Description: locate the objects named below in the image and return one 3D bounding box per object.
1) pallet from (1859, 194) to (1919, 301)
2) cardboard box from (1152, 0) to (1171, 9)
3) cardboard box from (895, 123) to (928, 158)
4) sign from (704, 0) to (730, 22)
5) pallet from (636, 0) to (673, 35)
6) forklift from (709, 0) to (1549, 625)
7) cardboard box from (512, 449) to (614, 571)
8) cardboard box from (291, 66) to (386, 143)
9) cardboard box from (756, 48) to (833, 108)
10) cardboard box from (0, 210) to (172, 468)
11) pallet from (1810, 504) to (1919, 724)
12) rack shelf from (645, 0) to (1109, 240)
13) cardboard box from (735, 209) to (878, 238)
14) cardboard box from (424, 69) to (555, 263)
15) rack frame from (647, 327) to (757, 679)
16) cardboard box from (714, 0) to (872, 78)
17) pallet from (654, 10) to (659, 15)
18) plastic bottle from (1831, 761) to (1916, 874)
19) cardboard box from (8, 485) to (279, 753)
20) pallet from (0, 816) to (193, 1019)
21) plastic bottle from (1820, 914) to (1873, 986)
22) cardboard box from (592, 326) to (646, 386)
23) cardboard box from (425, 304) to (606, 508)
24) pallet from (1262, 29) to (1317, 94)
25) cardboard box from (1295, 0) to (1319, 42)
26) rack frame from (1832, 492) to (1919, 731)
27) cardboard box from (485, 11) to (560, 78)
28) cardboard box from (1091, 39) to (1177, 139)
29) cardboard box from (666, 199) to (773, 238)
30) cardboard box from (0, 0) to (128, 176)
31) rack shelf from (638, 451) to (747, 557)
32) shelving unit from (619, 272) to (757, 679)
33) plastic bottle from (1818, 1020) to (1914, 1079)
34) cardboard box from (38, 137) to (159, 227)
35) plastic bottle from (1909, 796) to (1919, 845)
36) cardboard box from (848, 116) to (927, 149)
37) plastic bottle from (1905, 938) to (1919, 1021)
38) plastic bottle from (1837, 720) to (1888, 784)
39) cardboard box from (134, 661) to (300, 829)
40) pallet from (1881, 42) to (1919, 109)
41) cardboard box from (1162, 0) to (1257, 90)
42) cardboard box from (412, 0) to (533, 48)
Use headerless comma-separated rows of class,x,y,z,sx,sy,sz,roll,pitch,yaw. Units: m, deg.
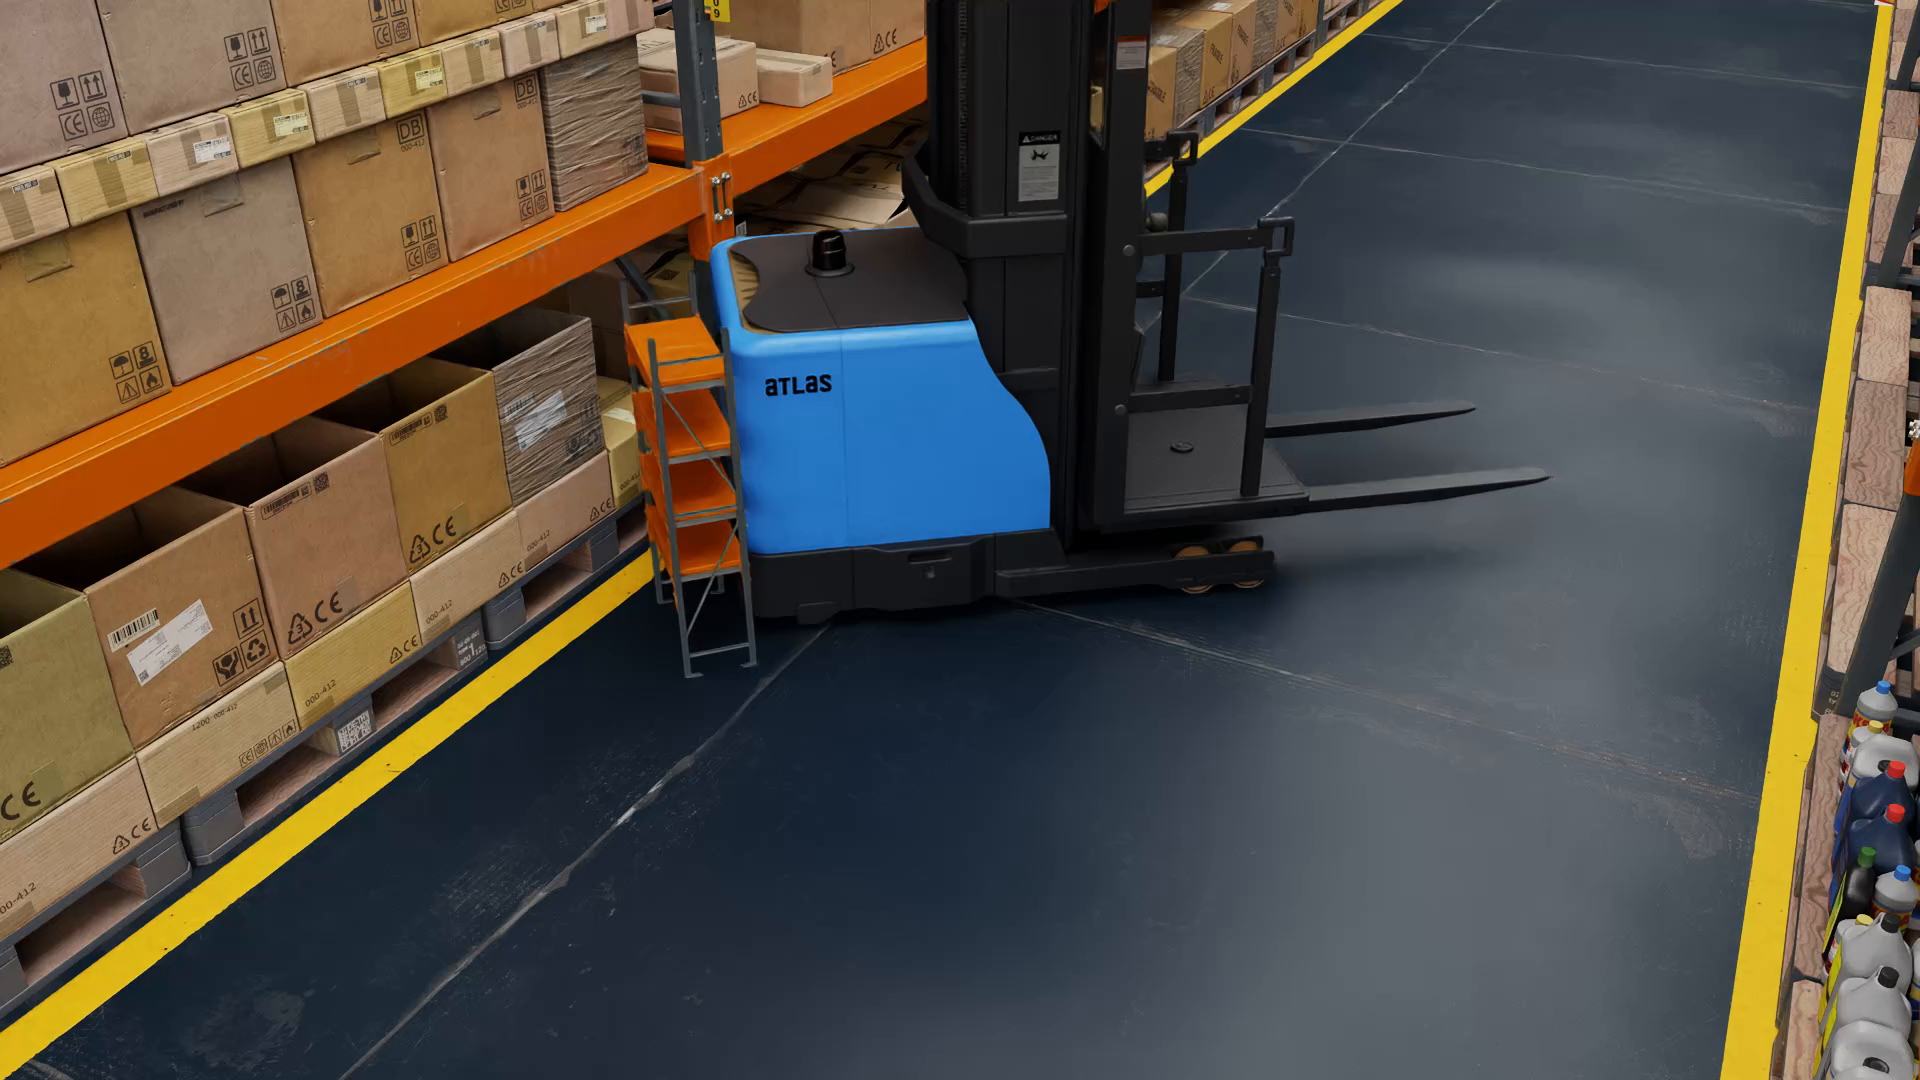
pallet,5.223,-1.444,8.552,1.003,0.211,1.213,14,33,23
cardboard box,1.179,-3.457,11.327,0.500,0.500,0.500,13,32,21
cardboard box,0.010,-1.909,8.339,0.500,0.311,0.500,14,33,23
sign,-0.835,-1.931,5.651,0.100,0.325,0.005,14,33,23
pallet,-2.936,-4.203,13.358,1.003,0.211,1.213,14,33,23
forklift,0.655,-1.334,5.629,3.031,2.935,1.130,-5,30,-9
cardboard box,-1.583,-0.161,5.858,0.500,0.250,0.500,14,33,23
cardboard box,-1.842,-1.239,4.644,0.380,0.149,0.250,15,33,25
cardboard box,-0.744,-1.884,6.770,0.380,0.149,0.250,14,33,23
cardboard box,-2.461,-0.573,4.135,0.700,0.500,0.500,15,33,24
pallet,3.402,0.332,5.461,1.003,0.211,1.213,14,33,23
rack shelf,-0.418,-2.221,7.827,1.077,0.370,4.000,14,33,23
cardboard box,-0.687,-1.226,7.150,0.500,0.311,0.500,14,33,23
cardboard box,-1.761,-1.256,5.325,0.700,0.500,0.500,14,33,23
rack frame,-0.795,-0.087,5.194,0.240,1.200,0.015,-11,32,-17
cardboard box,-0.725,-2.260,7.072,0.500,0.500,0.500,17,34,27
pallet,-2.381,-4.746,14.303,1.003,0.211,1.213,14,33,23
plastic bottle,2.341,0.701,4.235,0.144,0.351,0.185,15,33,25
cardboard box,-2.267,0.178,4.514,0.500,0.500,0.500,14,33,23
pallet,-2.841,0.988,4.318,1.003,0.211,1.213,14,33,23
plastic bottle,2.105,0.970,3.918,0.097,0.201,0.097,0,30,0
cardboard box,-1.399,-0.885,7.119,0.500,0.250,0.500,14,33,23
cardboard box,-1.584,-0.487,5.672,0.500,0.500,0.500,14,33,23
pallet,1.978,-3.614,12.332,1.003,0.211,1.213,14,33,23
cardboard box,2.345,-4.016,12.299,0.500,0.500,0.500,14,33,23
rack frame,3.078,-0.521,4.145,1.000,3.000,0.127,14,33,23
cardboard box,-1.494,-1.576,5.230,0.380,0.149,0.250,13,32,22
cardboard box,0.954,-2.663,9.944,0.500,0.500,0.500,16,33,25
cardboard box,-1.169,-1.356,7.375,0.500,0.311,0.500,15,33,25
cardboard box,-2.440,-1.164,3.862,0.700,0.500,0.500,14,33,23
rack shelf,-0.876,-0.143,5.427,0.258,0.148,0.480,-11,32,-17
shelving unit,-0.877,-0.201,5.393,0.258,1.200,0.503,-11,32,-17
plastic bottle,1.905,1.162,3.507,0.152,0.276,0.135,13,32,22
cardboard box,-2.196,-0.894,4.043,0.380,0.149,0.250,14,33,23
plastic bottle,2.470,0.734,4.179,0.144,0.351,0.185,14,33,23
cardboard box,-0.474,-2.026,8.543,0.500,0.311,0.500,13,32,22
plastic bottle,2.205,1.028,3.741,0.152,0.276,0.135,14,33,23
plastic bottle,2.497,0.589,4.581,0.097,0.201,0.097,0,30,0
cardboard box,-2.257,0.506,4.696,0.500,0.250,0.500,14,33,23
pallet,7.023,-3.193,11.598,1.003,0.211,1.213,14,33,23
cardboard box,1.654,-3.350,11.140,0.500,0.500,0.500,13,32,22
cardboard box,-1.755,-1.830,5.021,0.700,0.500,0.500,14,33,23
